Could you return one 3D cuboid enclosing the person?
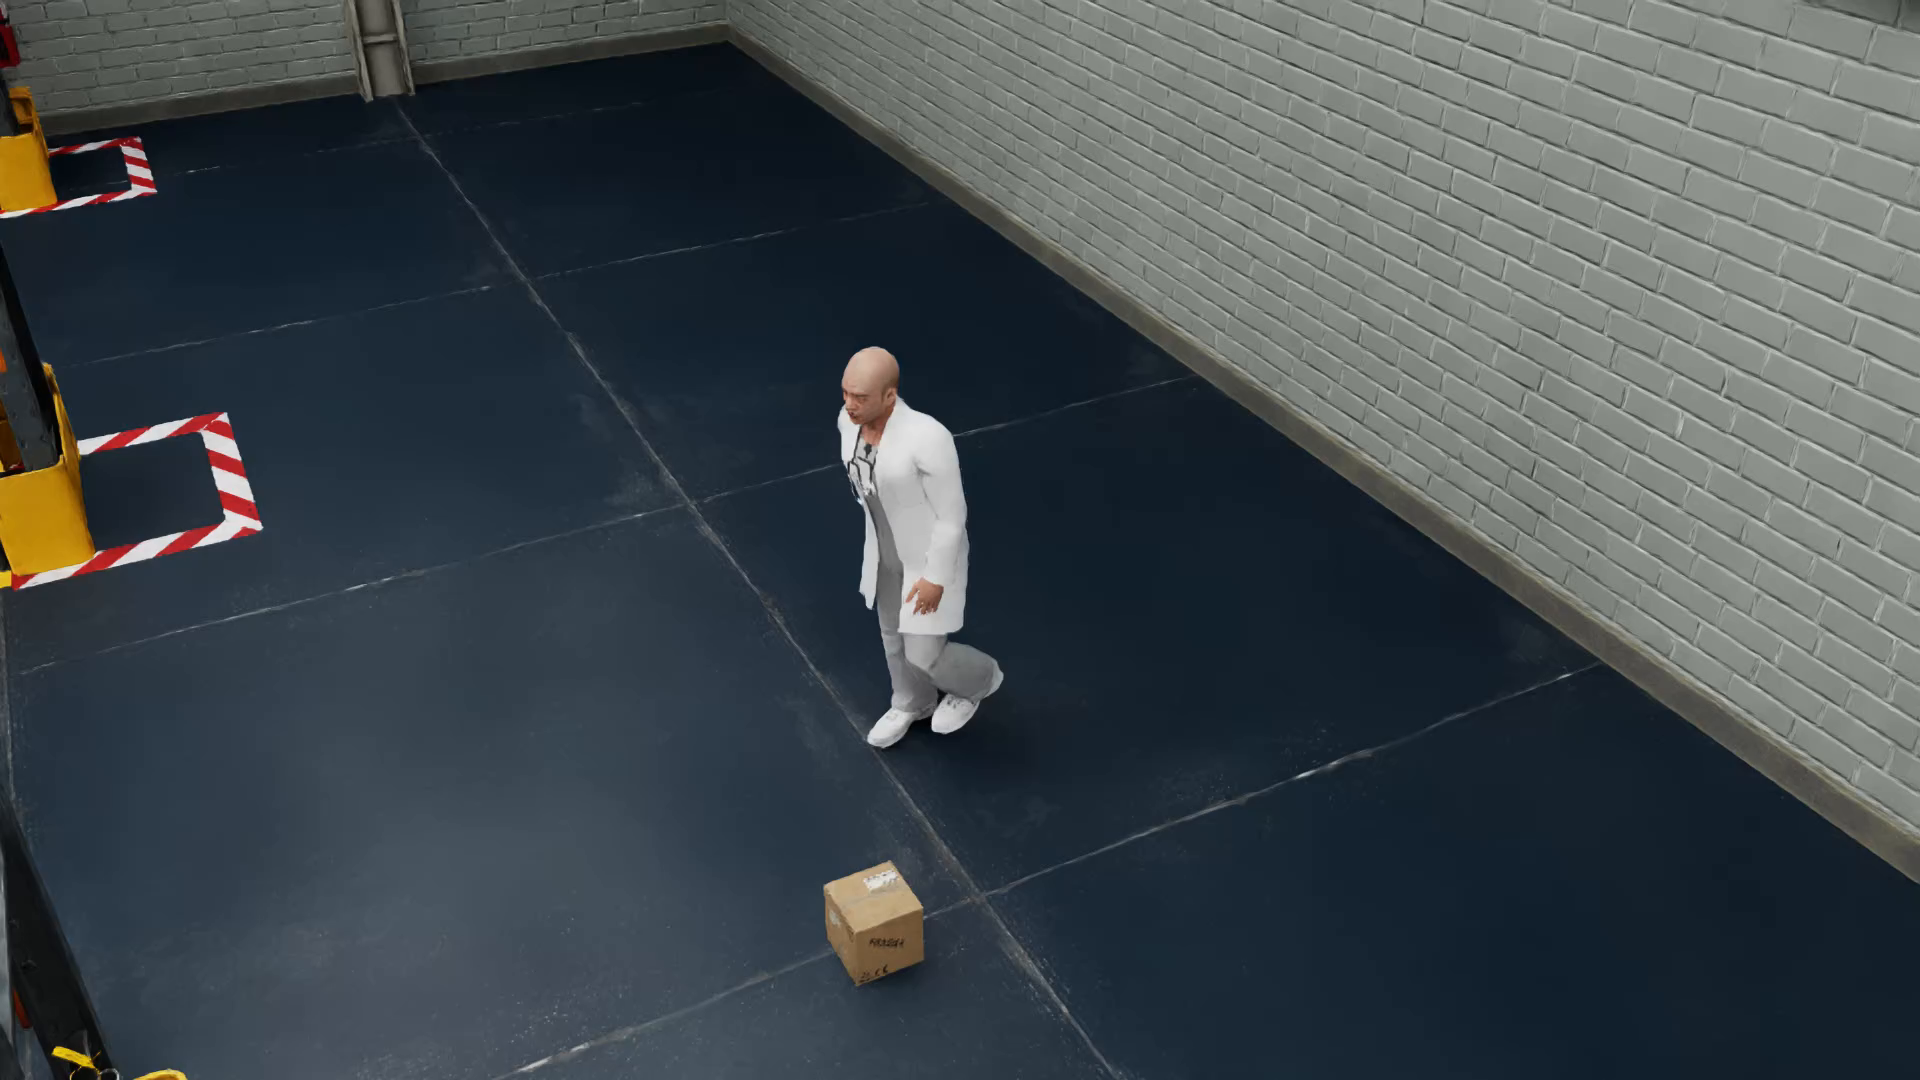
[{"bbox_3d":[-0.147,0.032,6.108,0.583,1.757,0.661,27,41,35],"label":"person"}]
